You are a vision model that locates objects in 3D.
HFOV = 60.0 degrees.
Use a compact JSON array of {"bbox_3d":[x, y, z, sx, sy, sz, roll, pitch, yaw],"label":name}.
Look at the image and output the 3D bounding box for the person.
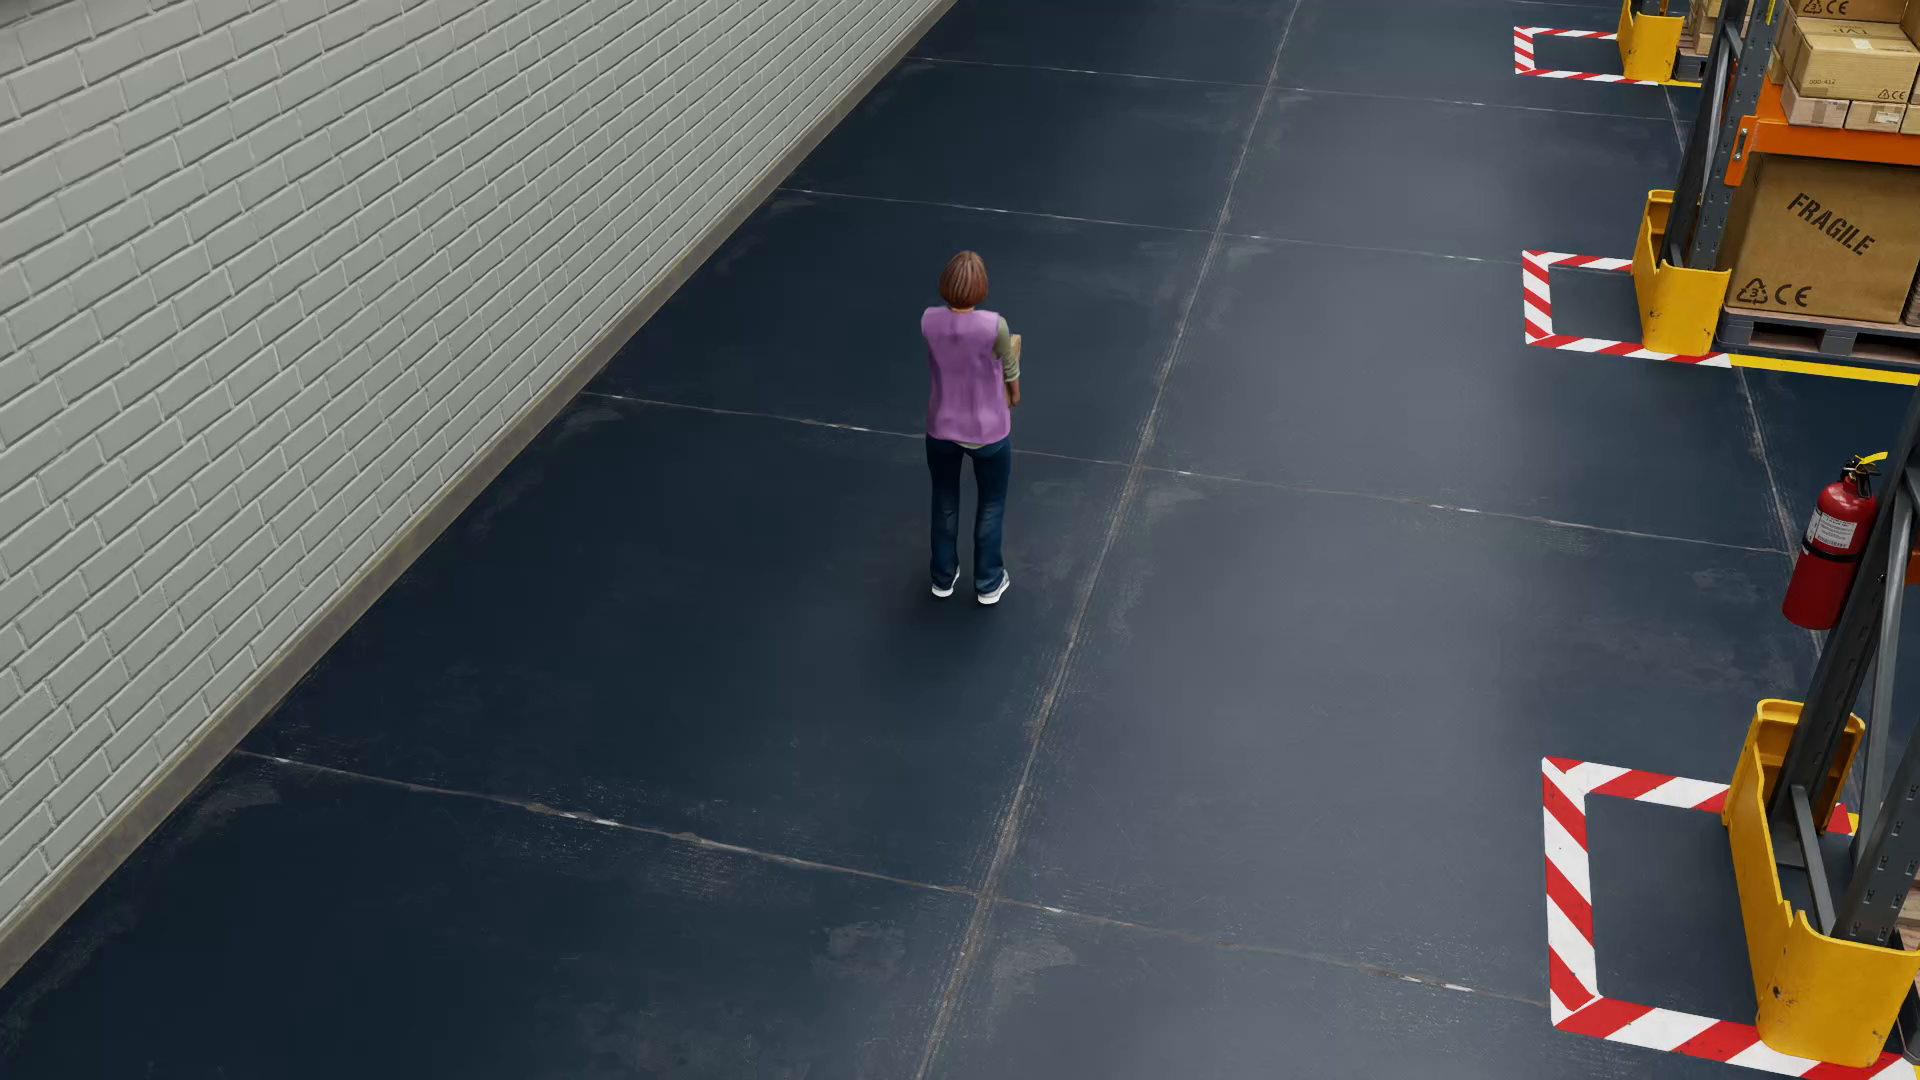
[{"bbox_3d":[0.032,-0.360,6.907,0.375,1.374,0.362,8,34,12],"label":"person"}]
